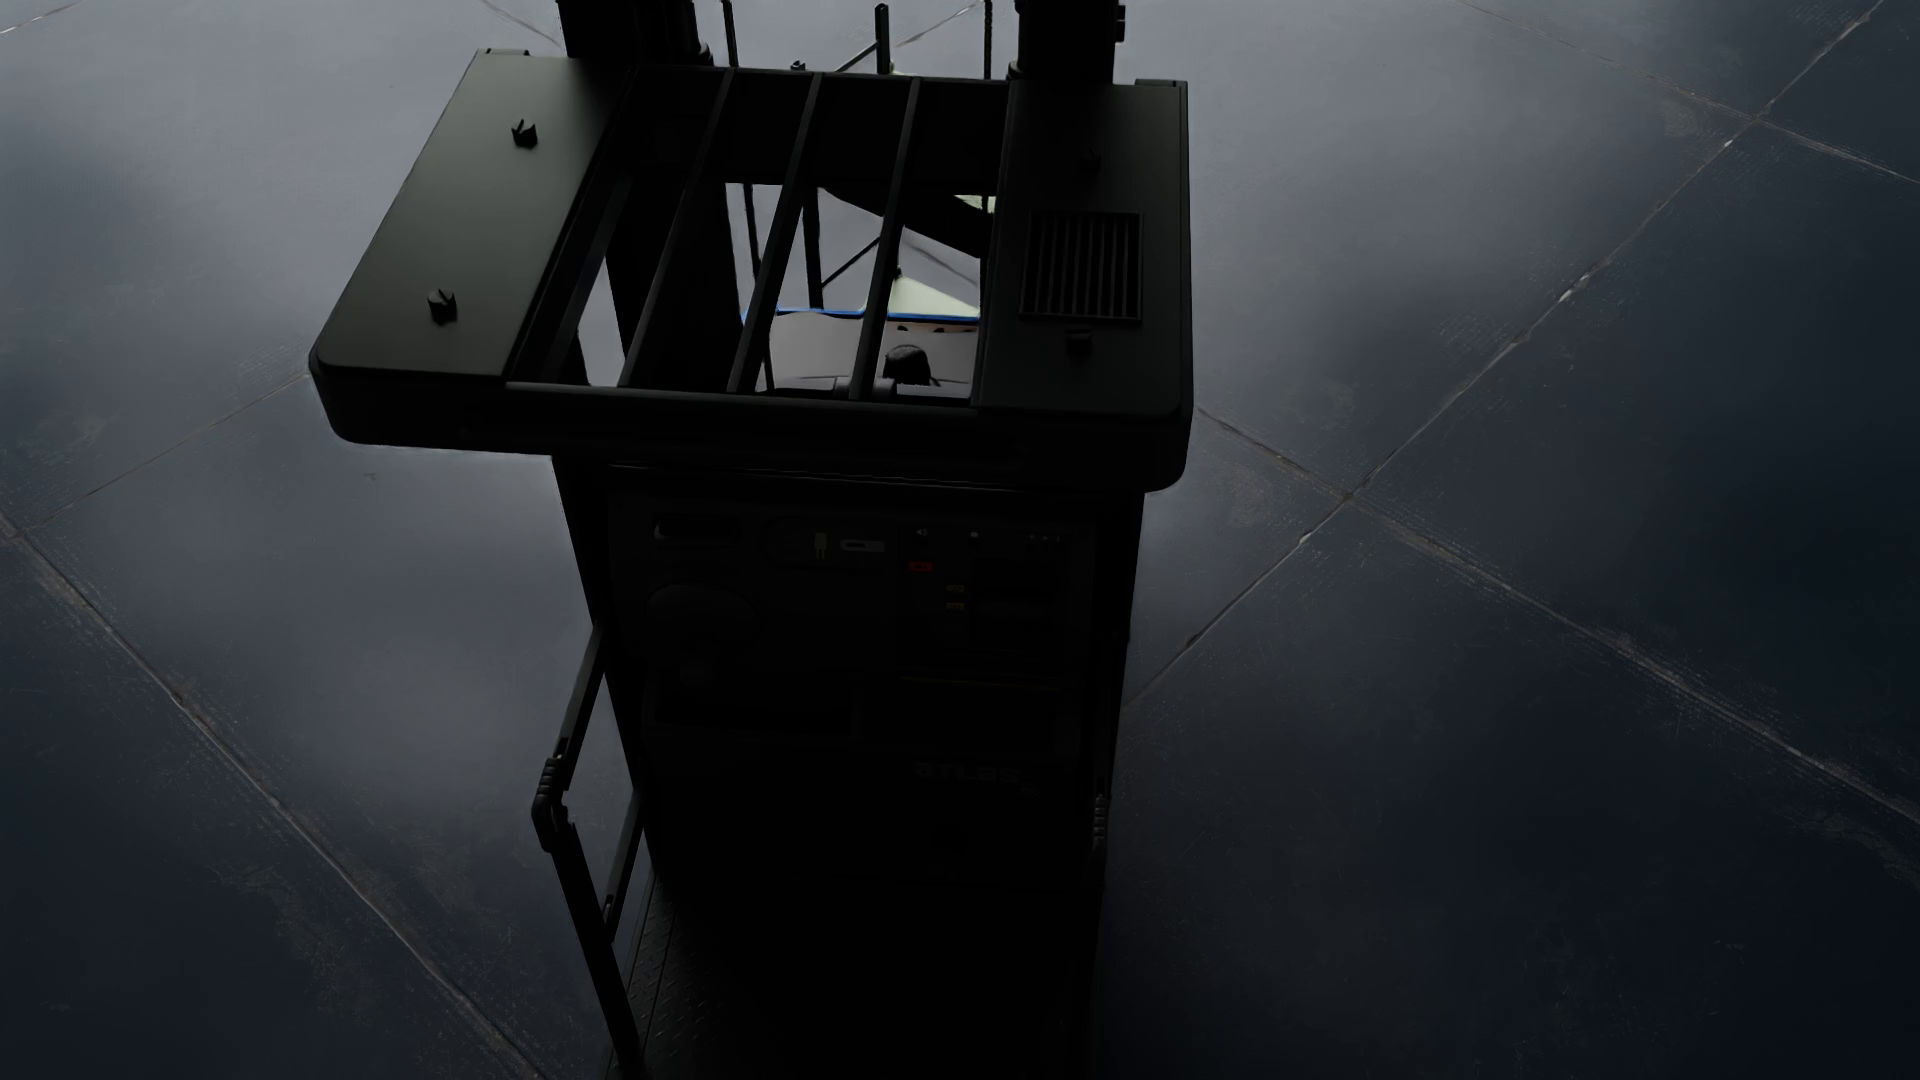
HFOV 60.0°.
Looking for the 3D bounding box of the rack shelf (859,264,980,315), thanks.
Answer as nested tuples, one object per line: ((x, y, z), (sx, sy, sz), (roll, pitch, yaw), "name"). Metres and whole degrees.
((-0.023, -0.470, 5.110), (0.720, 0.370, 0.431), (27, 53, 23), "rack shelf")

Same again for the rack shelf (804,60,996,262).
((-0.023, -0.960, 4.587), (0.720, 0.370, 0.431), (27, 53, 23), "rack shelf")

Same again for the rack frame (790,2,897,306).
((-0.322, -0.847, 5.017), (0.023, 1.500, 0.400), (27, 53, 23), "rack frame")

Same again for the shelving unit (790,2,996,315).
((-0.023, -0.693, 4.872), (0.755, 1.500, 0.431), (27, 53, 23), "shelving unit")

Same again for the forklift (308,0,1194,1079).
((-0.226, 0.205, 3.047), (1.130, 2.935, 3.031), (4, 47, 3), "forklift")
